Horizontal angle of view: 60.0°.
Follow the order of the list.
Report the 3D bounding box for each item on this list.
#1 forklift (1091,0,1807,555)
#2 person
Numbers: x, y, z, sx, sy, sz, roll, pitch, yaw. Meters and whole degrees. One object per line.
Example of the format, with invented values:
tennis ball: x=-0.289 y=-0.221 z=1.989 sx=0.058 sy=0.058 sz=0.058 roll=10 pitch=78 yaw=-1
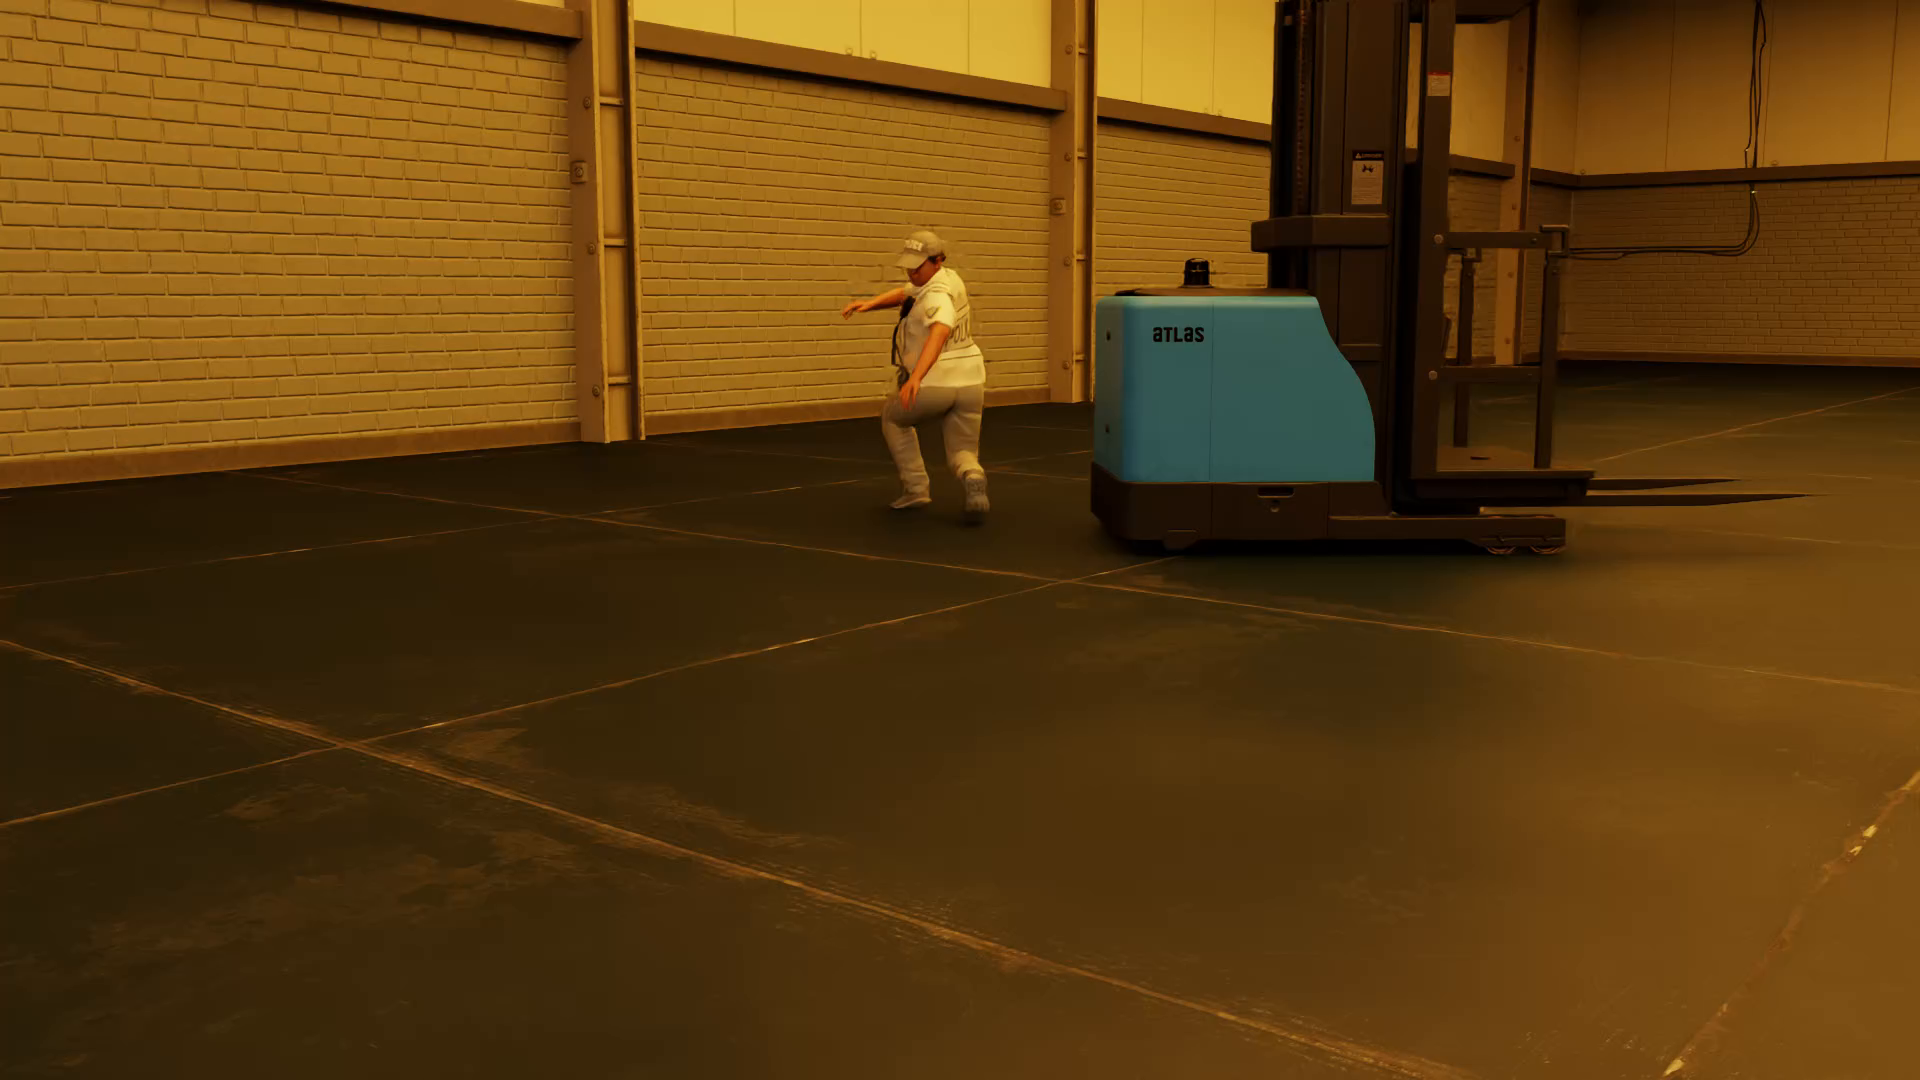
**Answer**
forklift: x=2.150 y=-1.464 z=7.284 sx=3.031 sy=2.935 sz=1.130 roll=0 pitch=8 yaw=-3
person: x=-0.177 y=-0.781 z=8.141 sx=0.699 sy=1.440 sz=0.928 roll=-6 pitch=11 yaw=-38
